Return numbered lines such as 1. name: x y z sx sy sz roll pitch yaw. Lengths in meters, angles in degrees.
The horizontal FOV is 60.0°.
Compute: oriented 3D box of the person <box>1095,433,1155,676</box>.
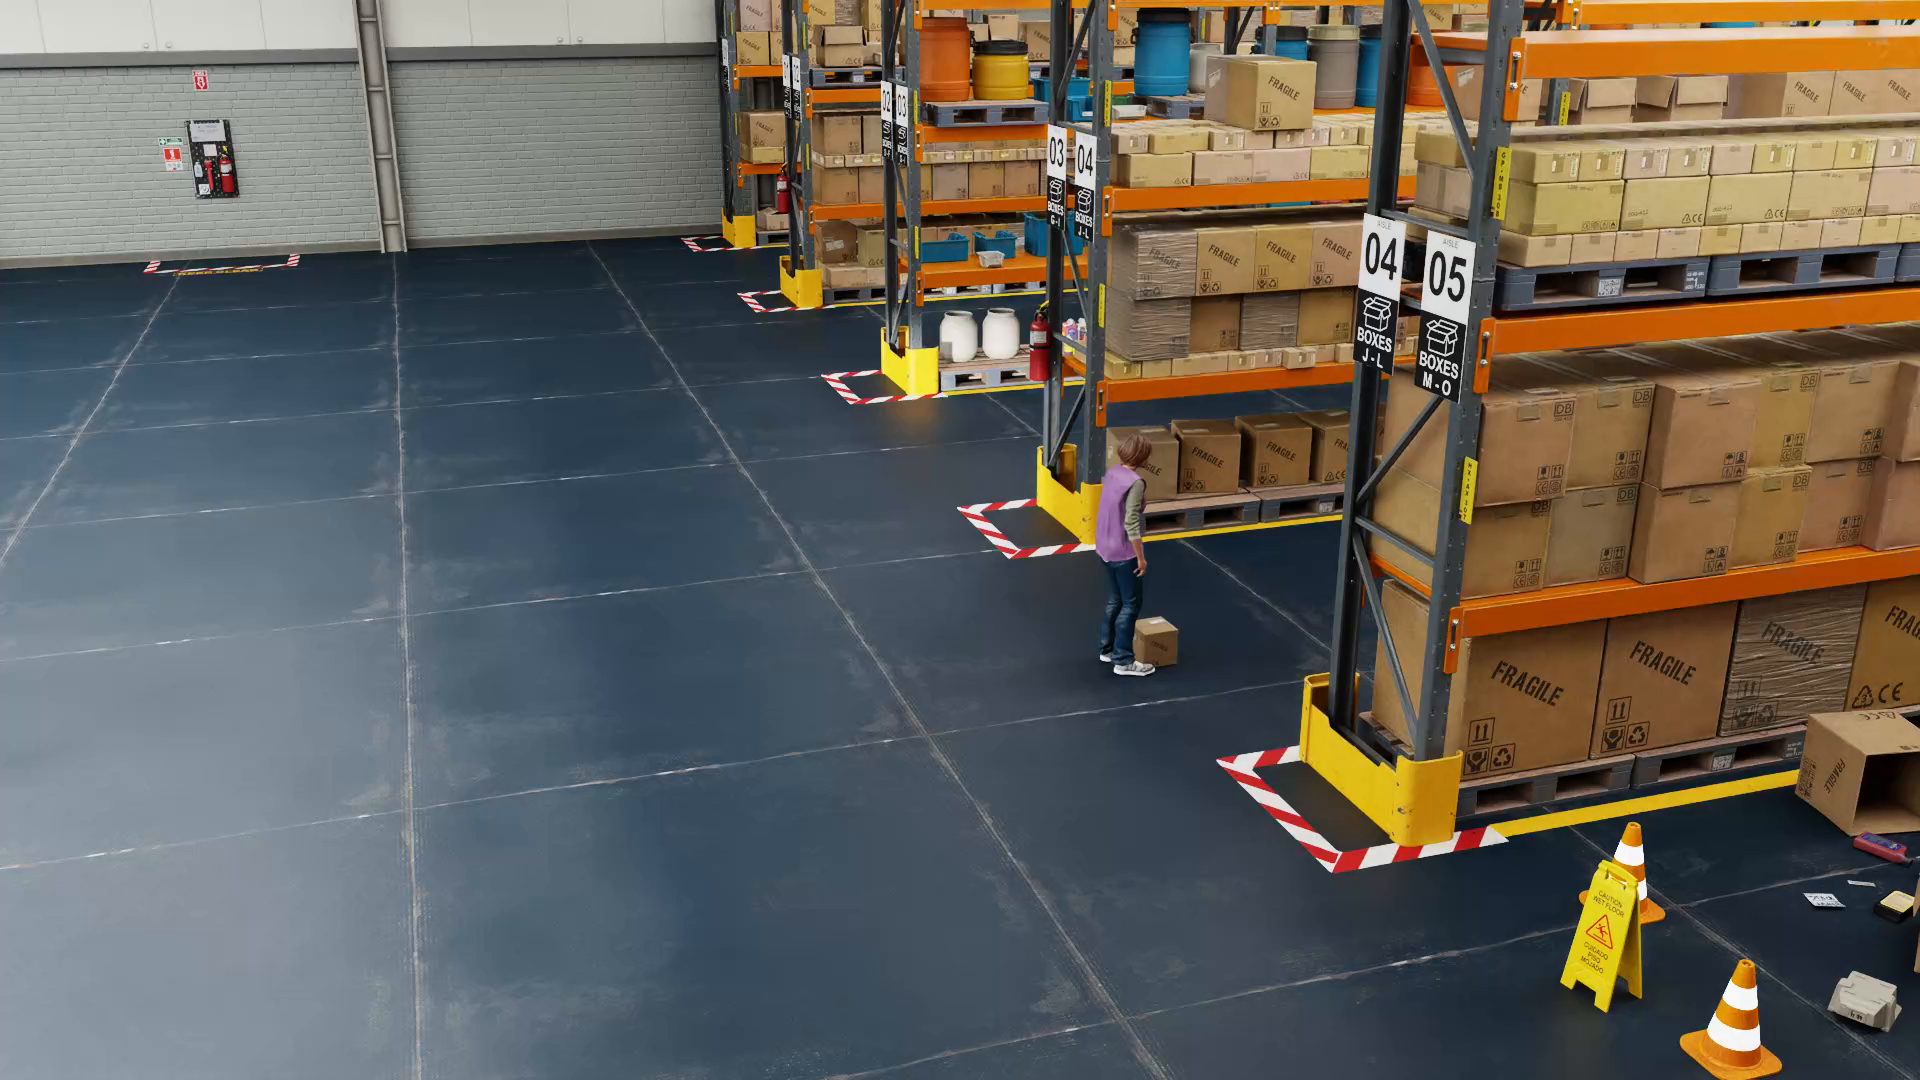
1. person: 1.070 0.083 10.851 0.345 1.592 0.463 -6 20 -17
